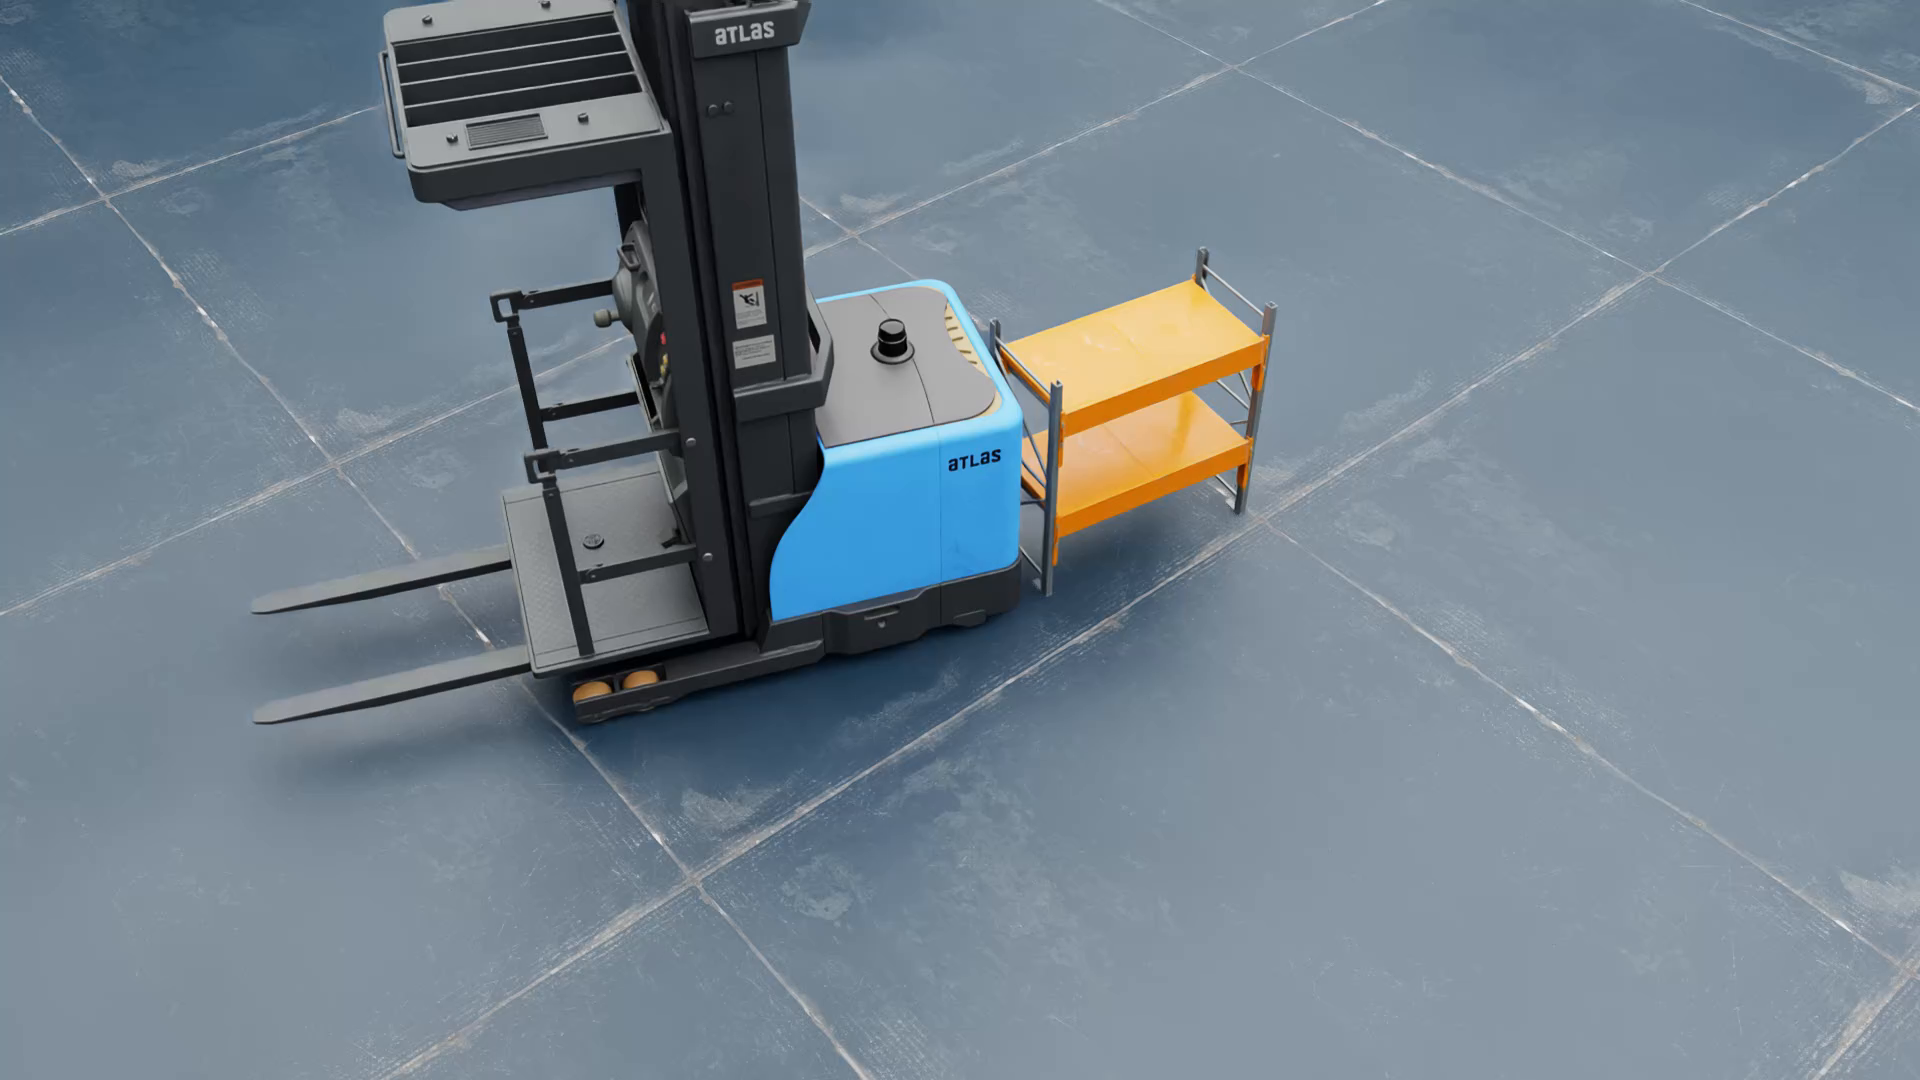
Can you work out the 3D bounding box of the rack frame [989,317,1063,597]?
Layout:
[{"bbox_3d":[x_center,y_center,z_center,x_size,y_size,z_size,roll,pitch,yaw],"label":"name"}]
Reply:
[{"bbox_3d":[0.253,-0.321,6.824,0.032,1.125,0.500,-22,47,-21],"label":"rack frame"}]

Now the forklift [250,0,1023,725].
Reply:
[{"bbox_3d":[-1.322,-0.759,5.970,3.031,2.935,1.130,-13,45,-13],"label":"forklift"}]

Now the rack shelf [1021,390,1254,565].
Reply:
[{"bbox_3d":[0.694,-0.316,7.176,1.000,0.278,0.538,-22,47,-21],"label":"rack shelf"}]

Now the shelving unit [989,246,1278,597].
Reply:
[{"bbox_3d":[0.694,-0.494,7.008,1.048,1.125,0.538,-22,47,-21],"label":"shelving unit"}]

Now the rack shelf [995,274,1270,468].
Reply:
[{"bbox_3d":[0.694,-0.708,6.808,1.000,0.278,0.538,-22,47,-21],"label":"rack shelf"}]

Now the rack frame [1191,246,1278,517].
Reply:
[{"bbox_3d":[1.135,-0.668,7.193,0.032,1.125,0.500,-22,47,-21],"label":"rack frame"}]
